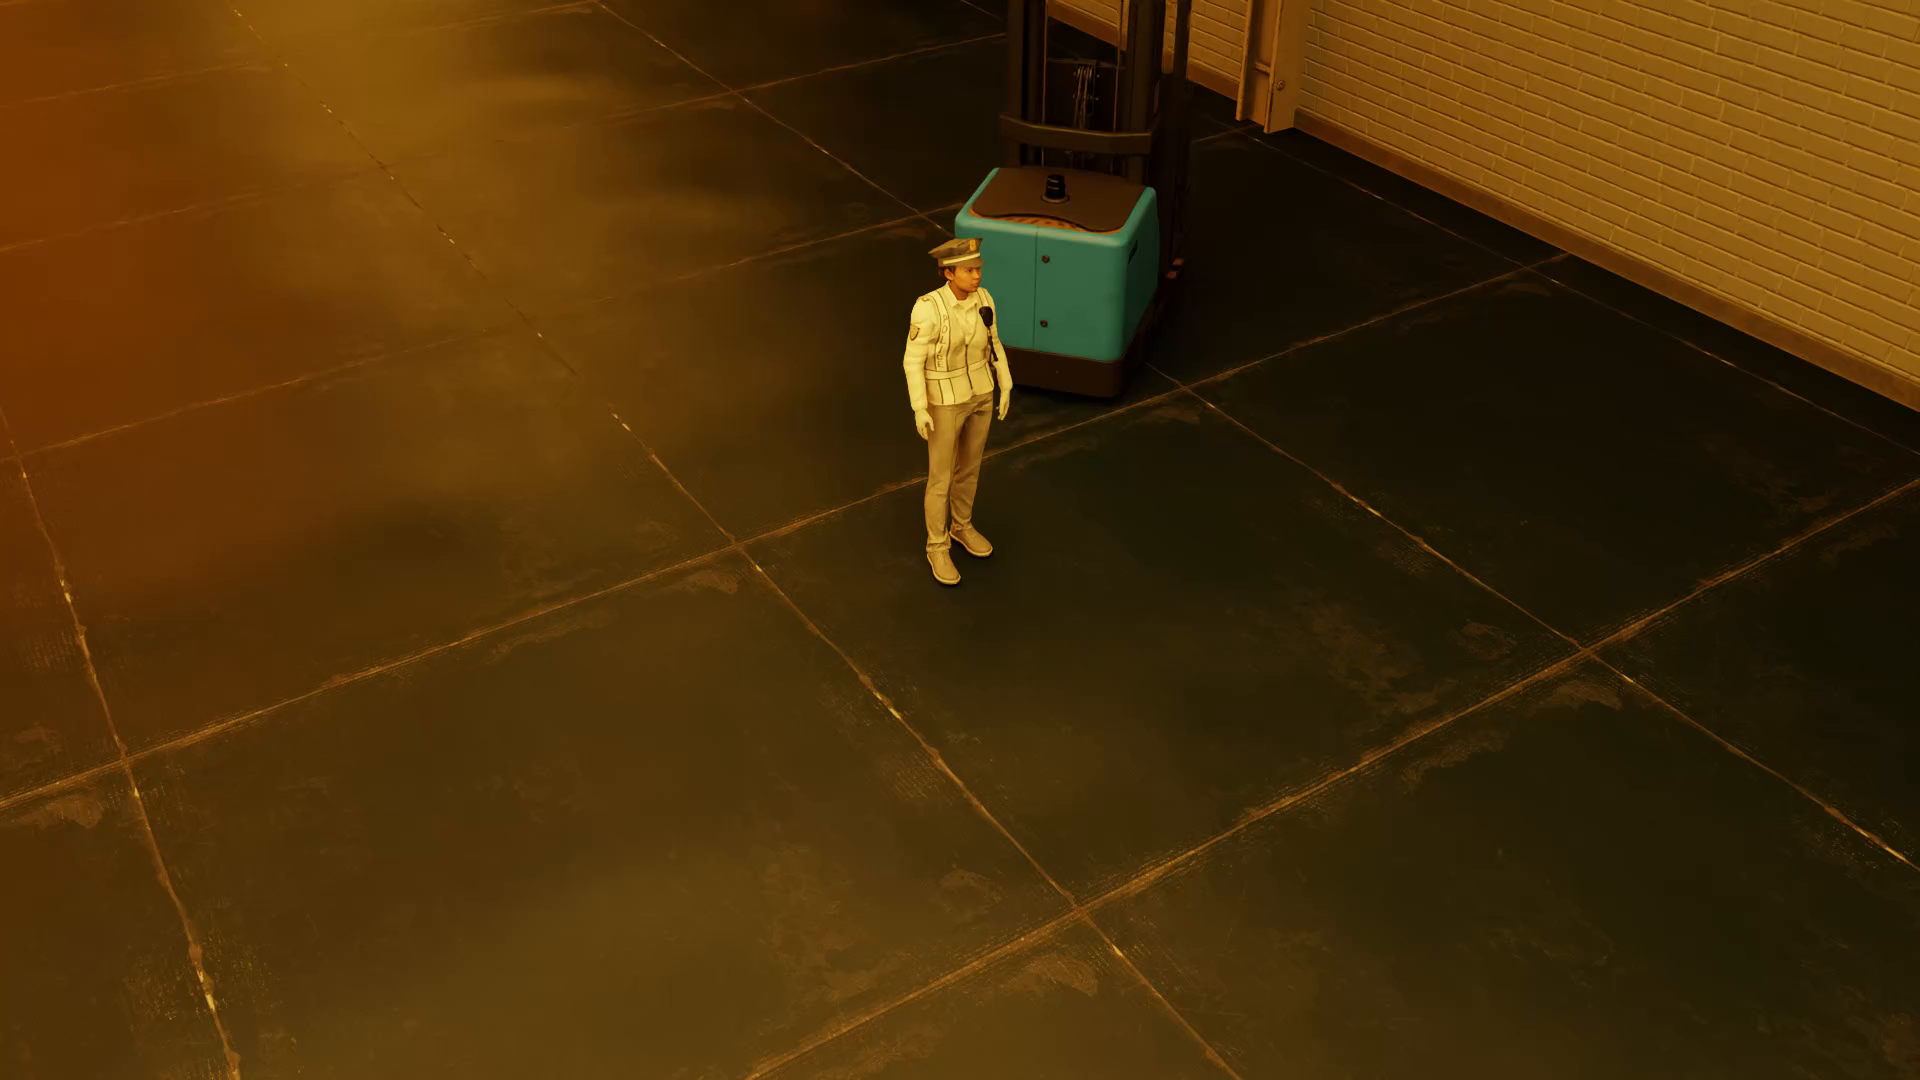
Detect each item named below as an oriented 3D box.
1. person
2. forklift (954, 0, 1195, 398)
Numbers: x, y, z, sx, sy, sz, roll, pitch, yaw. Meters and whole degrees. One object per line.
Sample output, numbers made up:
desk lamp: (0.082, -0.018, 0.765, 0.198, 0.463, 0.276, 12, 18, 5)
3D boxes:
person: (0.031, -0.664, 8.156, 0.586, 1.694, 0.531, -21, 40, -27)
forklift: (0.892, -2.878, 10.244, 1.130, 2.935, 3.031, 11, 36, 15)
